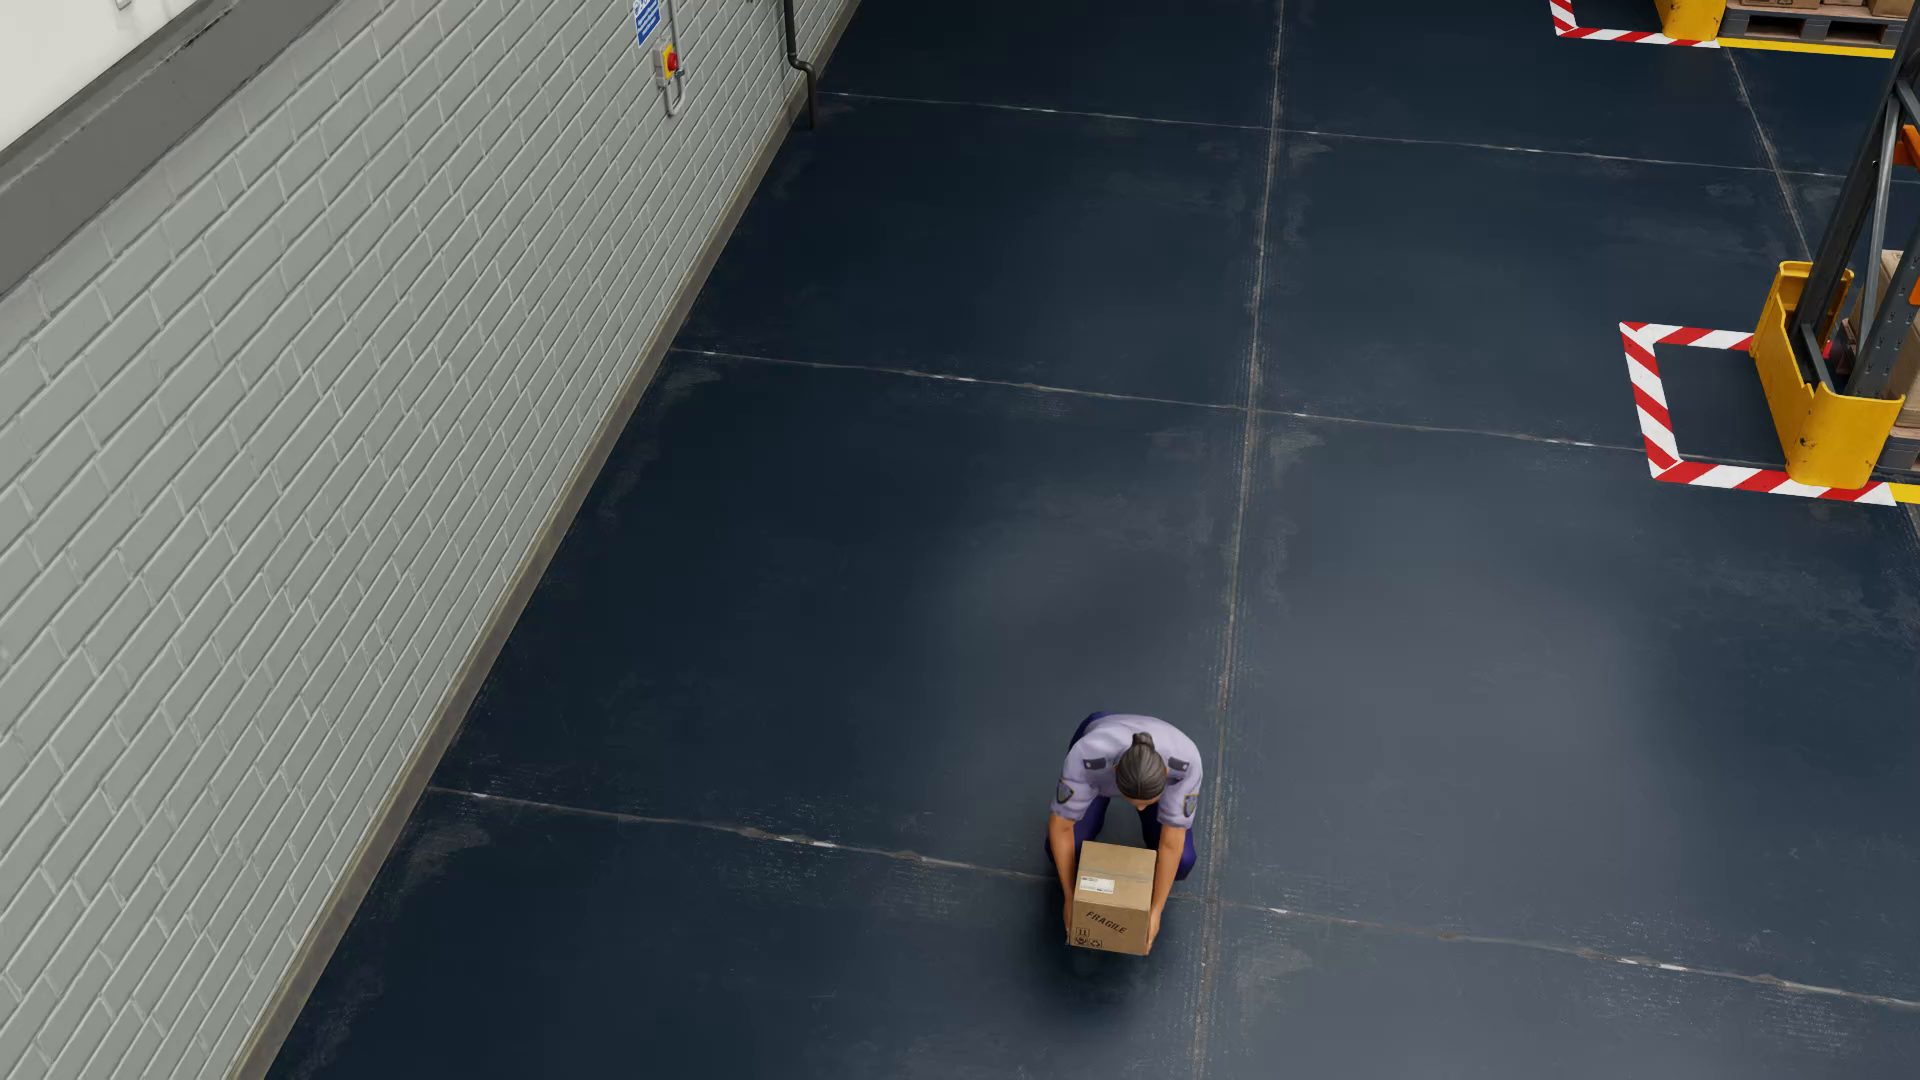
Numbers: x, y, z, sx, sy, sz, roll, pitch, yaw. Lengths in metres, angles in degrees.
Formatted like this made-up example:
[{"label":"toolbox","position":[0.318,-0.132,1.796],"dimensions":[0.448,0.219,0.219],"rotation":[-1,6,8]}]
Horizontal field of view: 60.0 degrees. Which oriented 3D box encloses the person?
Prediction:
[{"label":"person","position":[0.570,0.883,5.708],"dimensions":[0.525,0.931,0.833],"rotation":[6,41,7]}]
